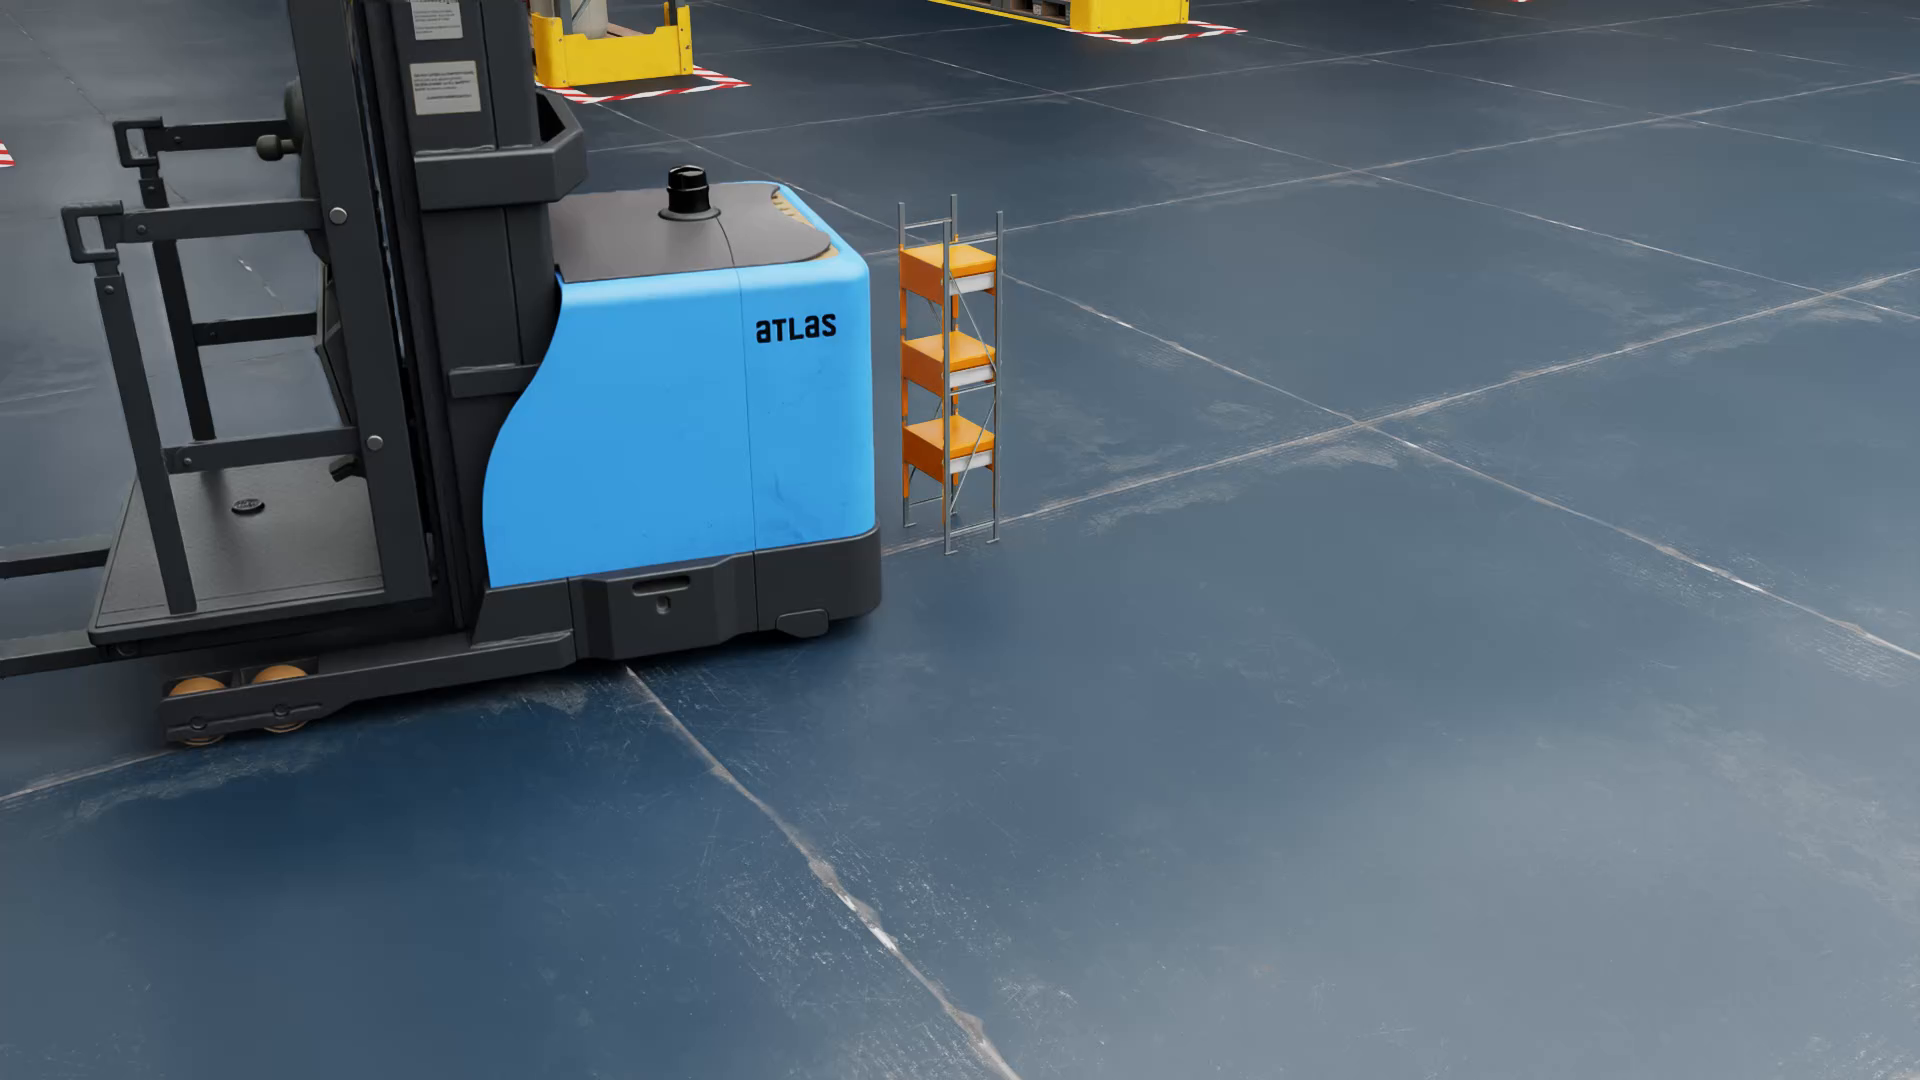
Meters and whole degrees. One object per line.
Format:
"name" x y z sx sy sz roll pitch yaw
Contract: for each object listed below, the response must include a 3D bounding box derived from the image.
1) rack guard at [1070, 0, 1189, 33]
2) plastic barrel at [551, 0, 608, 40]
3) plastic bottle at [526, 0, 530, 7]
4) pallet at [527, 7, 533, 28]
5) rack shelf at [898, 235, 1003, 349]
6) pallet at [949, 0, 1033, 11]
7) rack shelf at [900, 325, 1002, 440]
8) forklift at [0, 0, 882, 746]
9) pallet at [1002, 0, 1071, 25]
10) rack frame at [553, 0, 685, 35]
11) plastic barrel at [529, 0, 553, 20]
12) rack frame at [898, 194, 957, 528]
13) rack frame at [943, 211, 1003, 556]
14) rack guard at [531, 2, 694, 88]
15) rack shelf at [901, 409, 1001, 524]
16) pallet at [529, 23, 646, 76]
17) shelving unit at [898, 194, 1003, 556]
"rack guard" 1.554 -4.946 15.141 1.175 0.500 0.348 -16 29 -30
"plastic barrel" -2.977 -4.177 13.007 0.421 0.512 0.421 0 25 0
"plastic bottle" -3.867 -4.865 14.707 0.061 0.283 0.133 -16 29 -30
"pallet" -3.736 -4.378 14.276 1.003 0.211 1.213 -16 29 -30
"rack shelf" -0.029 -0.741 4.950 0.215 0.259 0.240 -16 29 -30
"pallet" 0.478 -5.550 16.759 1.003 0.211 1.213 -16 29 -30
"rack shelf" -0.029 -0.484 5.071 0.215 0.259 0.240 -16 29 -30
"forklift" -1.796 -1.064 4.072 3.031 2.935 1.130 -8 27 -17
"pallet" 1.140 -5.114 15.836 1.003 0.211 1.213 -16 29 -30
"rack frame" -2.554 -4.895 12.105 1.000 3.000 0.127 -16 29 -30
"plastic barrel" -3.251 -4.356 13.387 0.421 0.512 0.421 0 25 0
"rack frame" -0.096 -0.538 5.159 0.200 1.050 0.008 -16 29 -30
"rack frame" 0.037 -0.450 4.974 0.200 1.050 0.008 -16 29 -30
"rack guard" -2.635 -3.780 12.673 1.175 0.500 0.348 -16 29 -30
"rack shelf" -0.029 -0.233 5.190 0.215 0.259 0.240 -16 29 -30
"pallet" -3.074 -3.942 13.352 1.003 0.211 1.213 -16 29 -30
"shelving unit" -0.029 -0.494 5.066 0.215 1.050 0.252 -16 29 -30
